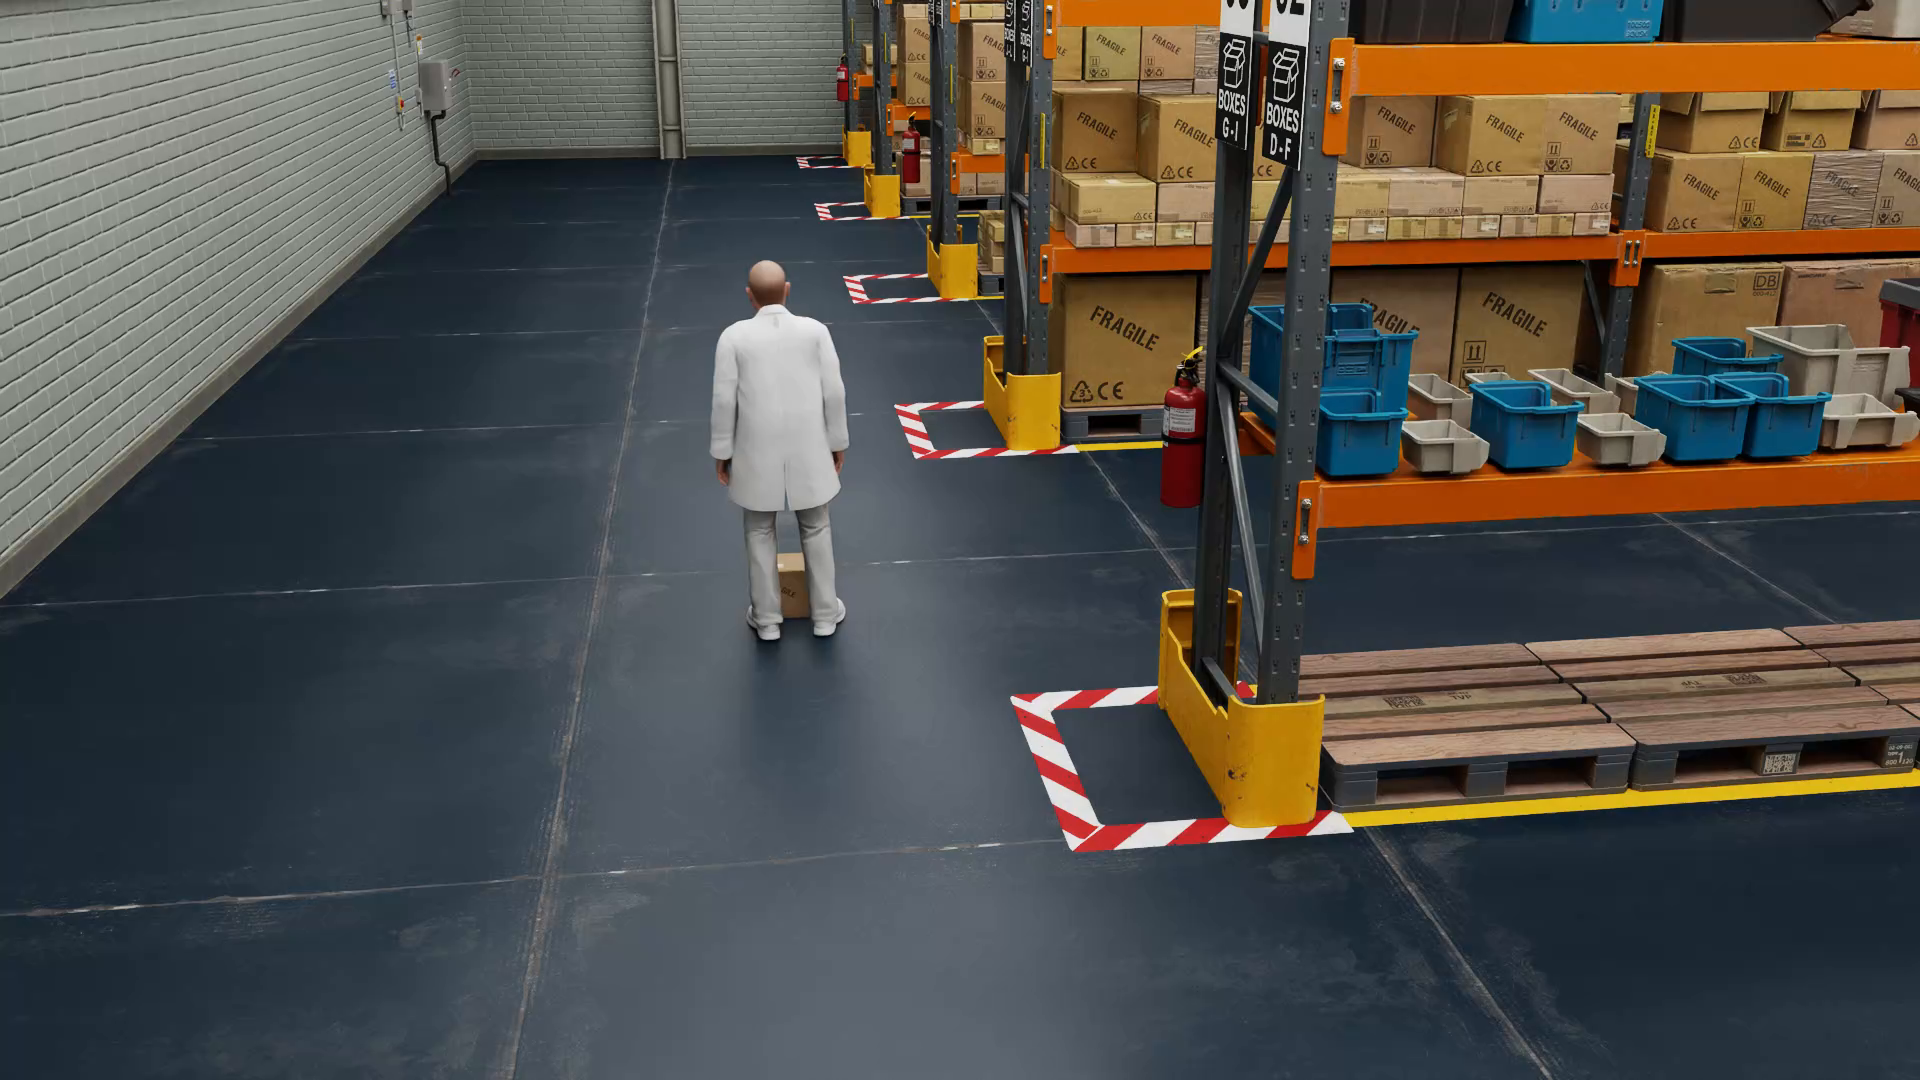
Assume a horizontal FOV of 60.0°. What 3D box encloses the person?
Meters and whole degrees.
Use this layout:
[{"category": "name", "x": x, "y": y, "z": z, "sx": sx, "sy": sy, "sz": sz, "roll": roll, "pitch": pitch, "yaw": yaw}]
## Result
[{"category": "person", "x": -0.838, "y": -0.407, "z": 7.733, "sx": 0.647, "sy": 1.772, "sz": 0.429, "roll": -4, "pitch": 20, "yaw": -11}]
